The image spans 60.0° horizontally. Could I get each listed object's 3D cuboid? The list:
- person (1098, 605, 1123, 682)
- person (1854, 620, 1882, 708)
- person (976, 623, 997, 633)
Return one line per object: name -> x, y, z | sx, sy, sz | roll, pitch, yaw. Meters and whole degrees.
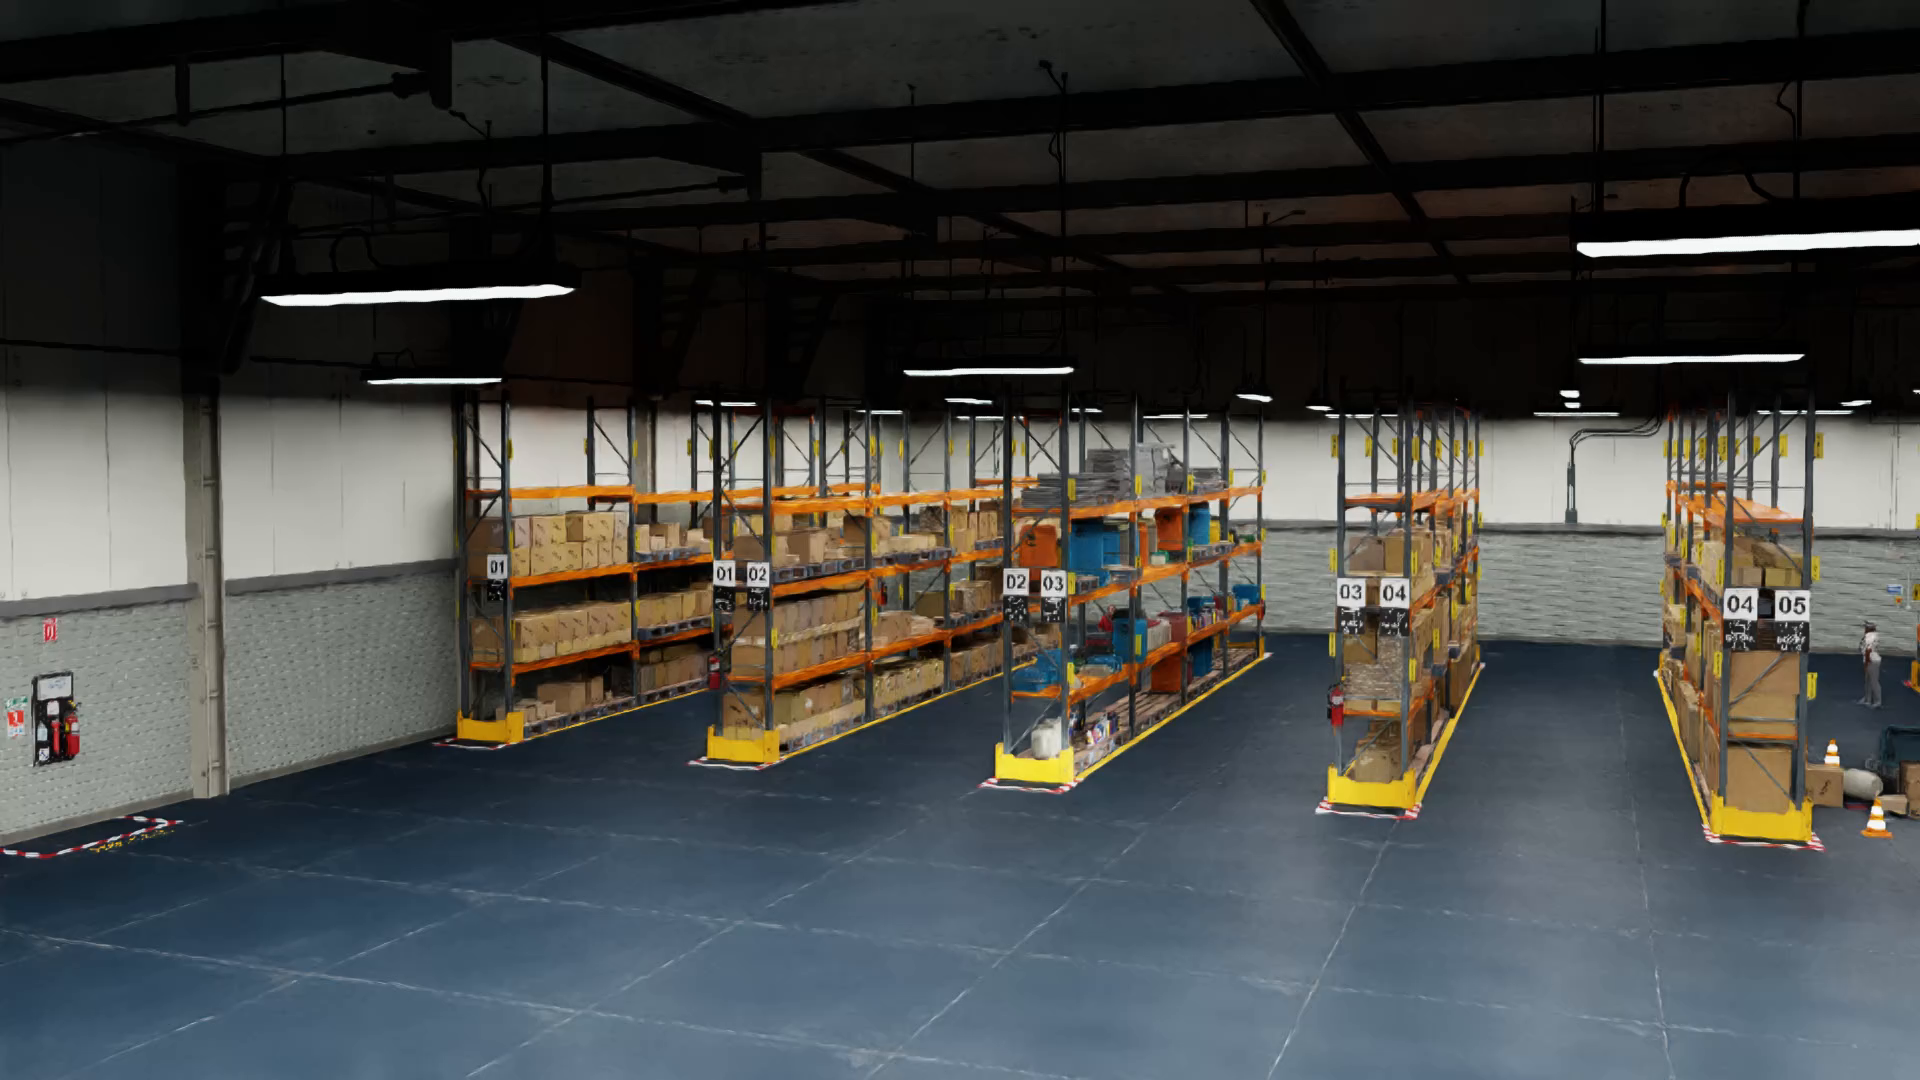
person -> 3.279, 2.206, 35.658 | 0.682, 1.676, 0.535 | 1, 3, 19
person -> 17.609, 2.389, 32.195 | 0.529, 1.655, 0.565 | 3, 4, 39
person -> 0.730, 1.759, 44.361 | 0.479, 1.563, 1.064 | 1, 3, 19
